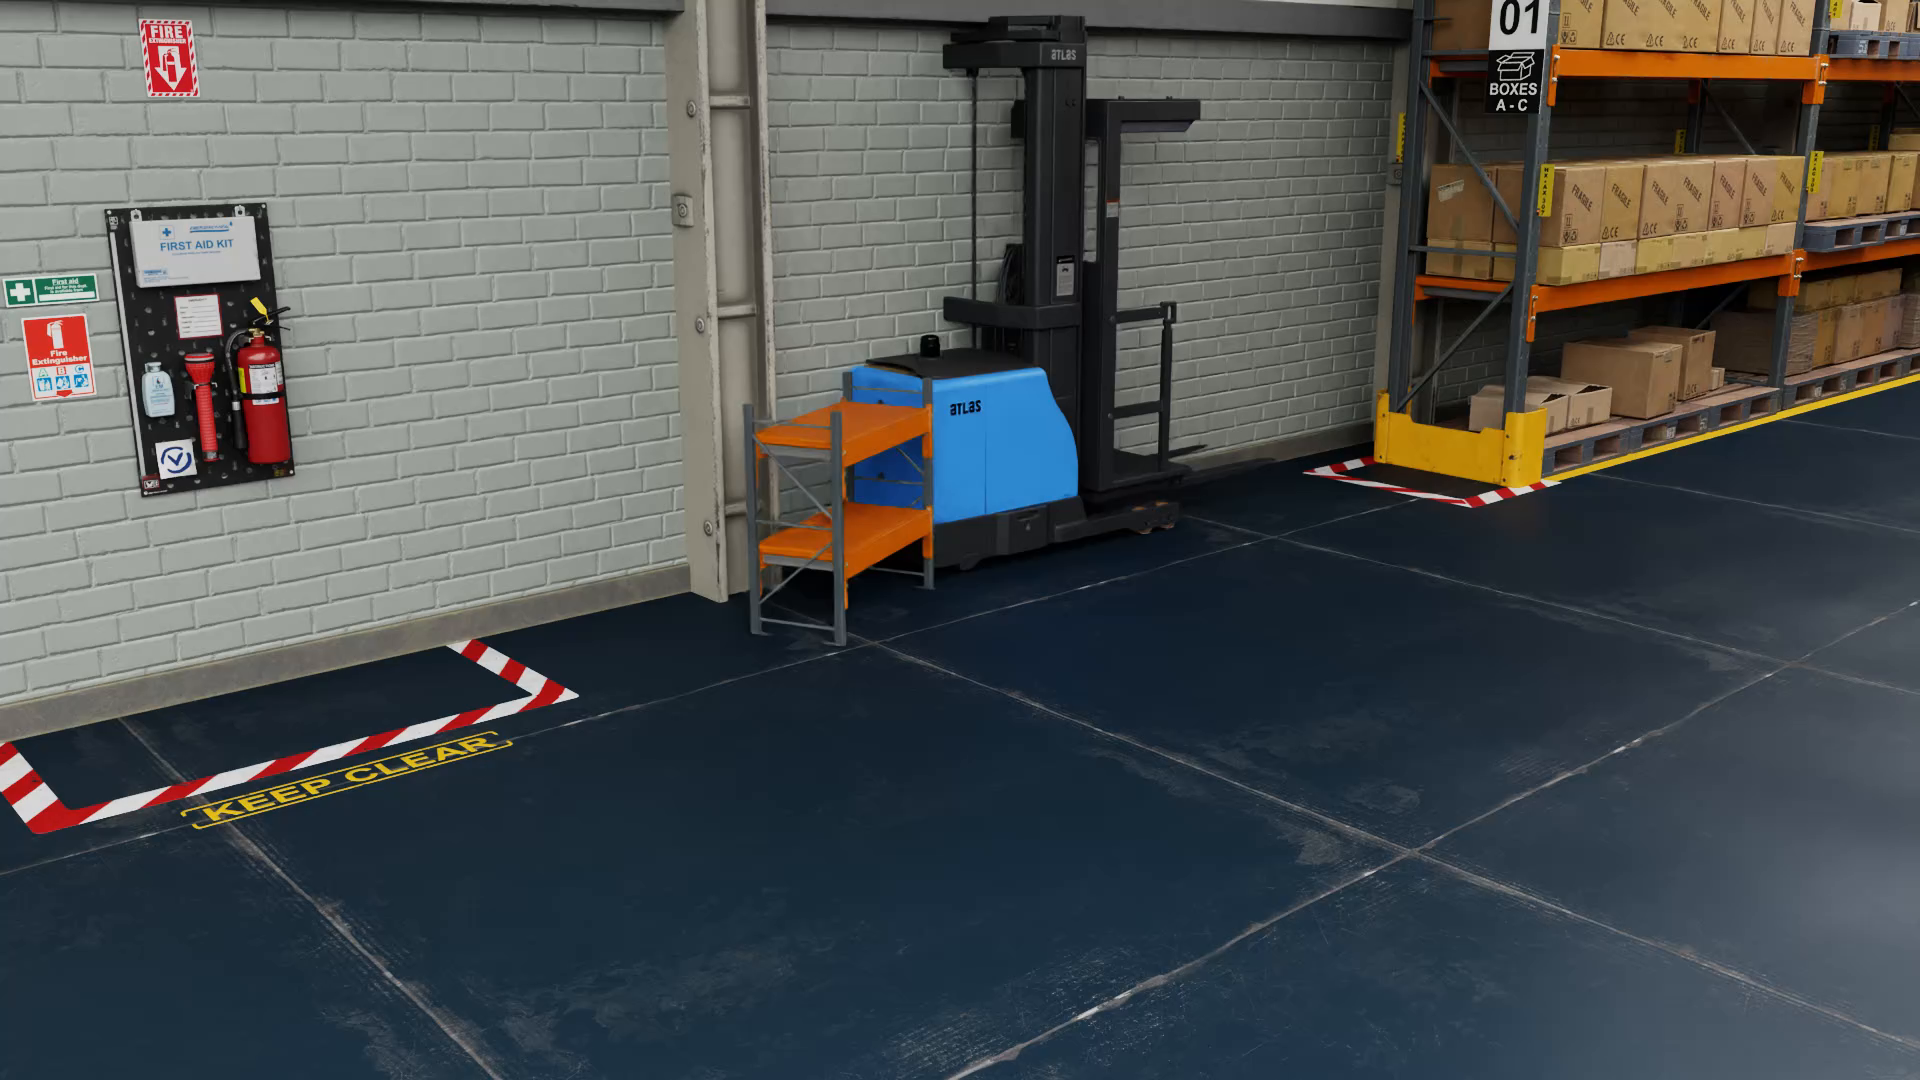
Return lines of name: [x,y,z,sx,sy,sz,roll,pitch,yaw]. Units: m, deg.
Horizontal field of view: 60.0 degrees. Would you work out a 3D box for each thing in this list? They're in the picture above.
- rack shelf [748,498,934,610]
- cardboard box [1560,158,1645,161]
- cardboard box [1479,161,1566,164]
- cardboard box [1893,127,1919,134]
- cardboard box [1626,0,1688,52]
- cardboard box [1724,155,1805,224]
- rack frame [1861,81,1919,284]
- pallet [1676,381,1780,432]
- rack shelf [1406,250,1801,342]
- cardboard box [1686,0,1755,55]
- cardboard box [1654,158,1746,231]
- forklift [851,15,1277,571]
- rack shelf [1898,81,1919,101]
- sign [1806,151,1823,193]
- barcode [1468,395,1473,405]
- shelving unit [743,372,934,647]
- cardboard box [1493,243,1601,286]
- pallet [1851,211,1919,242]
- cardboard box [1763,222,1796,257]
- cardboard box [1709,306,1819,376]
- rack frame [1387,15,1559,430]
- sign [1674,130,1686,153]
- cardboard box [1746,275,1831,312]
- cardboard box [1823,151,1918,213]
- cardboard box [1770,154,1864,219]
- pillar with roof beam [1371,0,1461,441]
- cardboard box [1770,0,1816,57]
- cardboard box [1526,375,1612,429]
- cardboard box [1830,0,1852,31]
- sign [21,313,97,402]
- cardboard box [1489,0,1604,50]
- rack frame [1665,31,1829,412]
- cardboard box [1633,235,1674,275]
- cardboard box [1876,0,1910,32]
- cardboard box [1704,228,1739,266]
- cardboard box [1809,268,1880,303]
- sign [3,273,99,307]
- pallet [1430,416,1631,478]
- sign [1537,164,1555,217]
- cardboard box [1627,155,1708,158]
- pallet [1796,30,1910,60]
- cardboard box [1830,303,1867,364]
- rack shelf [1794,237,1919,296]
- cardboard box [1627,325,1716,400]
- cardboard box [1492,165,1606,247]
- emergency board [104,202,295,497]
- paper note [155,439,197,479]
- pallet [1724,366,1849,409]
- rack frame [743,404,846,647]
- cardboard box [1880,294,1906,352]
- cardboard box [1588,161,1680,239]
rack shelf: [-0.576,0.050,8.332,0.538,0.278,1.000,6,16,22]
cardboard box: [4.749,-2.597,12.460,0.500,0.500,0.500,-12,19,-39]
cardboard box: [3.982,-2.424,11.809,0.500,0.500,0.500,-12,19,-39]
cardboard box: [9.587,-3.966,16.523,0.500,0.250,0.500,-12,19,-38]
cardboard box: [4.614,-3.607,11.398,0.500,0.500,0.500,-12,19,-37]
cardboard box: [6.244,-2.756,13.055,0.500,0.500,0.500,-13,20,-39]
rack frame: [9.415,-3.275,16.197,0.127,3.000,1.000,-13,19,-39]
pallet: [5.914,-1.129,13.568,1.213,0.211,1.003,-13,19,-39]
rack shelf: [4.889,-1.911,12.485,4.000,0.370,1.077,-13,19,-39]
cardboard box: [5.396,-3.786,12.067,0.500,0.500,0.500,-14,20,-41]
cardboard box: [5.484,-2.587,12.423,0.500,0.500,0.500,-13,20,-41]
forklift: [0.691,-1.541,9.840,3.031,2.935,1.130,-12,19,-38]
rack shelf: [10.924,-4.715,17.171,4.000,0.370,1.077,-13,19,-39]
sign: [6.759,-2.911,13.158,0.005,0.325,0.100,-13,19,-39]
barcode: [3.712,-1.018,12.089,0.075,0.075,0.001,-13,19,-39]
shelving unit: [-0.576,-0.187,8.269,0.538,1.125,1.048,6,16,22]
cardboard box: [3.957,-1.878,11.218,0.500,0.250,0.500,-13,20,-41]
pallet: [7.949,-2.839,14.937,1.213,0.211,1.003,-13,19,-39]
cardboard box: [6.239,-2.395,13.156,0.500,0.250,0.500,-13,19,-39]
cardboard box: [6.942,-1.730,14.405,0.500,0.500,0.700,-12,19,-38]
rack frame: [3.380,-1.919,11.124,0.127,3.000,1.000,-13,19,-39]
sign: [6.030,-3.264,13.913,0.005,0.325,0.100,-13,19,-39]
cardboard box: [7.272,-2.167,14.590,0.500,0.250,0.500,-13,20,-41]
cardboard box: [8.142,-3.239,15.016,0.500,0.500,0.700,-13,19,-39]
cardboard box: [7.230,-3.031,14.238,0.500,0.500,0.700,-10,18,-34]
pillar with roof beam: [6.166,-4.267,8.286,0.400,9.000,9.100,-13,19,-39]
cardboard box: [6.177,-3.970,12.756,0.500,0.500,0.500,-12,19,-38]
cardboard box: [4.391,-1.029,12.148,0.500,0.311,0.500,-11,18,-35]
cardboard box: [6.862,-4.375,13.495,0.500,0.500,0.500,-9,18,-32]
sign: [-3.560,-0.722,6.573,0.234,0.329,0.001,-13,19,-39]
cardboard box: [3.796,-3.435,10.751,0.500,0.500,0.500,-12,19,-38]
rack frame: [6.397,-2.597,13.660,0.127,3.000,1.000,-13,19,-39]
cardboard box: [4.727,-2.053,11.877,0.500,0.250,0.500,-13,20,-40]
cardboard box: [7.793,-4.583,14.277,0.500,0.500,0.500,-14,20,-41]
cardboard box: [5.489,-2.224,12.516,0.500,0.250,0.500,-13,20,-40]
cardboard box: [8.050,-2.337,15.226,0.500,0.250,0.500,-13,20,-40]
sign: [-3.551,-0.978,6.501,0.331,0.109,0.001,-13,19,-39]
pallet: [4.073,-0.716,12.021,1.213,0.211,1.003,-13,19,-39]
sign: [3.736,-2.232,10.616,0.005,0.325,0.100,-13,19,-39]
cardboard box: [5.513,-2.771,13.109,0.500,0.500,0.500,-13,20,-40]
pallet: [6.933,-4.039,13.611,1.003,0.211,1.213,-13,19,-39]
cardboard box: [7.710,-1.906,15.063,0.500,0.500,0.700,-12,19,-39]
rack shelf: [7.906,-2.588,15.022,4.000,0.370,1.077,-13,19,-39]
cardboard box: [5.641,-1.418,13.239,0.500,0.500,0.500,14,21,43]
cardboard box: [3.937,-2.241,11.127,0.500,0.500,0.500,-13,19,-39]
emergency board: [-3.075,-0.779,6.853,0.643,1.169,0.194,-13,19,-39]
paper note: [-3.254,-0.337,6.905,0.142,0.148,0.016,-13,19,-39]
pallet: [6.984,-1.382,14.515,1.213,0.211,1.003,-13,19,-39]
rack frame: [-0.776,-0.066,7.818,0.500,1.125,0.032,6,16,22]
cardboard box: [8.441,-2.083,15.726,0.500,0.500,0.700,-13,20,-39]
cardboard box: [4.711,-2.409,11.757,0.500,0.500,0.500,-13,20,-41]
